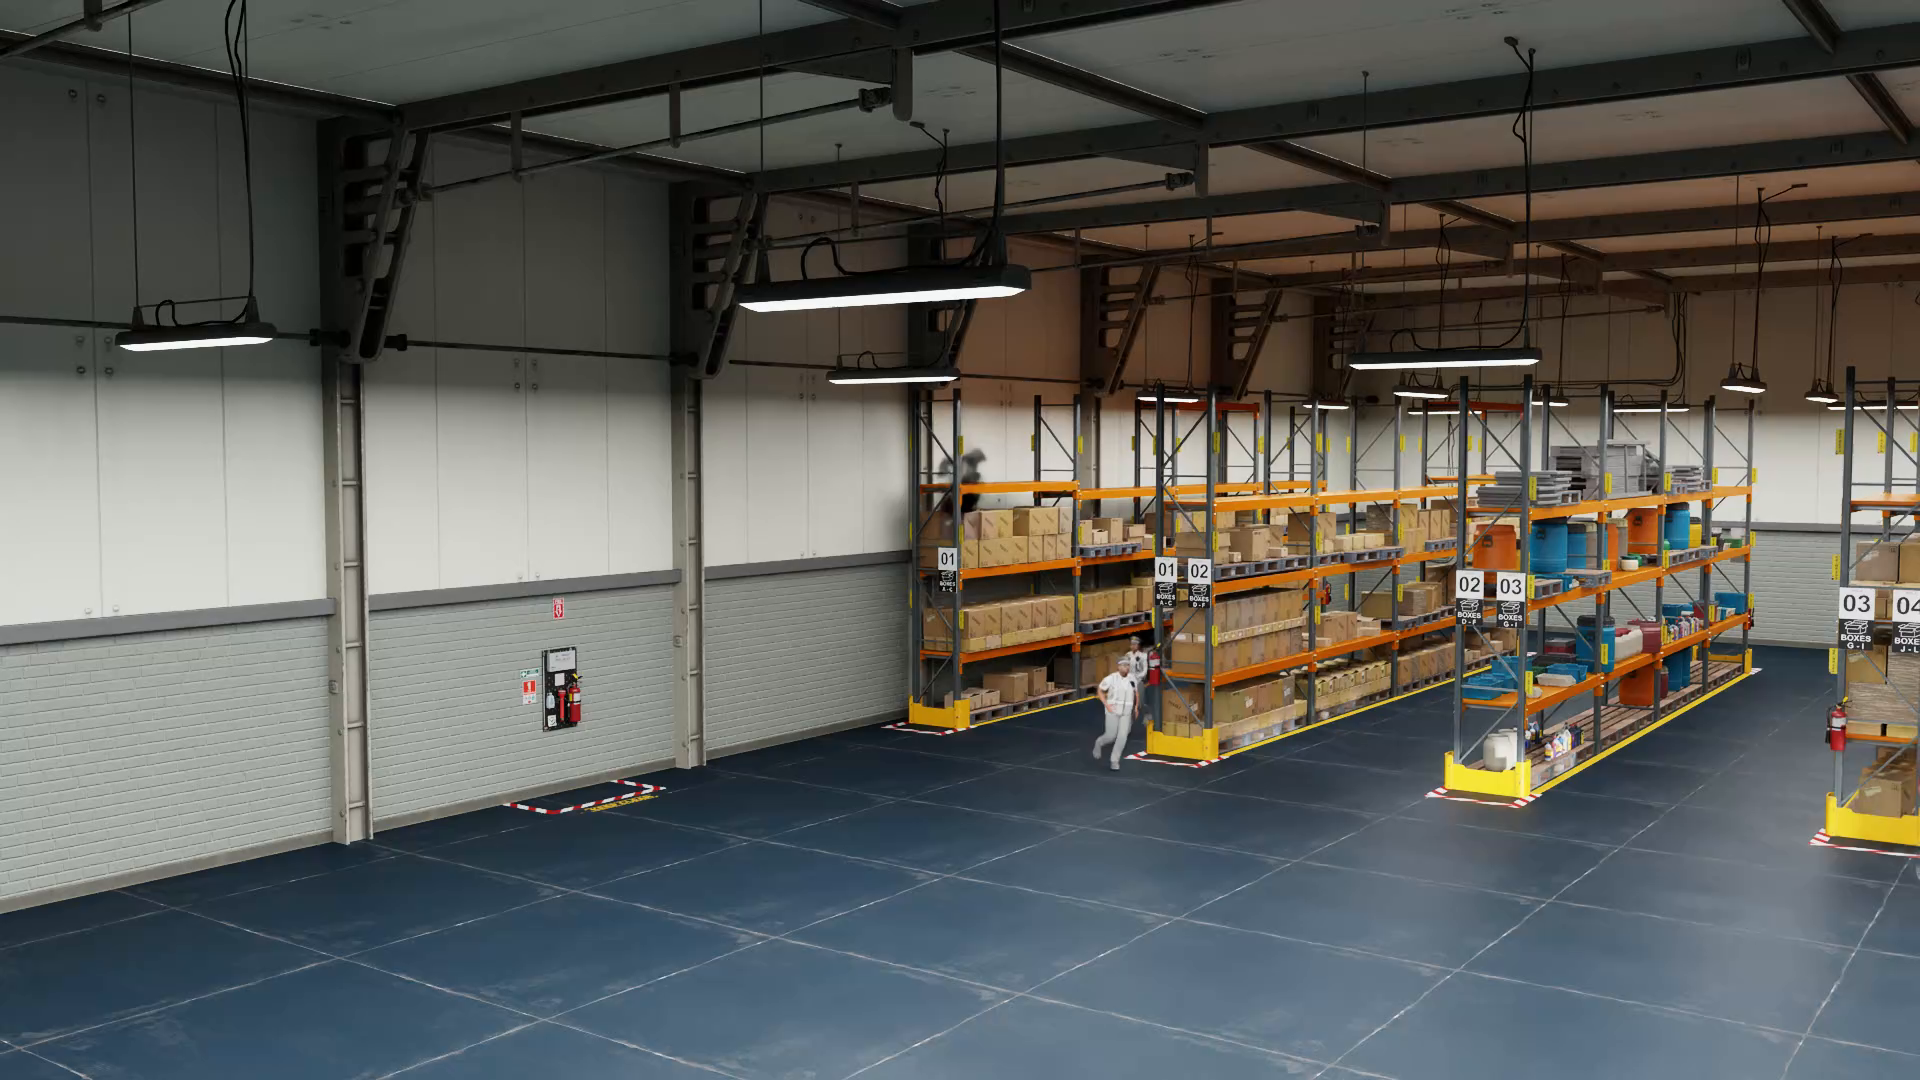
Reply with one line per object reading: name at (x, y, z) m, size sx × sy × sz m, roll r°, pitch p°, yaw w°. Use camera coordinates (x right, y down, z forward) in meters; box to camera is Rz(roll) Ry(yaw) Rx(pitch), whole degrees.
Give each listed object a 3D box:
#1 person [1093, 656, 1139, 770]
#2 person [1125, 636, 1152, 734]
person at (2.502, 2.665, 25.920) m, size 0.715 × 1.722 × 0.769 m, roll -1°, pitch 3°, yaw -18°
person at (3.062, 2.500, 29.012) m, size 0.642 × 1.671 × 0.877 m, roll 2°, pitch 4°, yaw 33°
